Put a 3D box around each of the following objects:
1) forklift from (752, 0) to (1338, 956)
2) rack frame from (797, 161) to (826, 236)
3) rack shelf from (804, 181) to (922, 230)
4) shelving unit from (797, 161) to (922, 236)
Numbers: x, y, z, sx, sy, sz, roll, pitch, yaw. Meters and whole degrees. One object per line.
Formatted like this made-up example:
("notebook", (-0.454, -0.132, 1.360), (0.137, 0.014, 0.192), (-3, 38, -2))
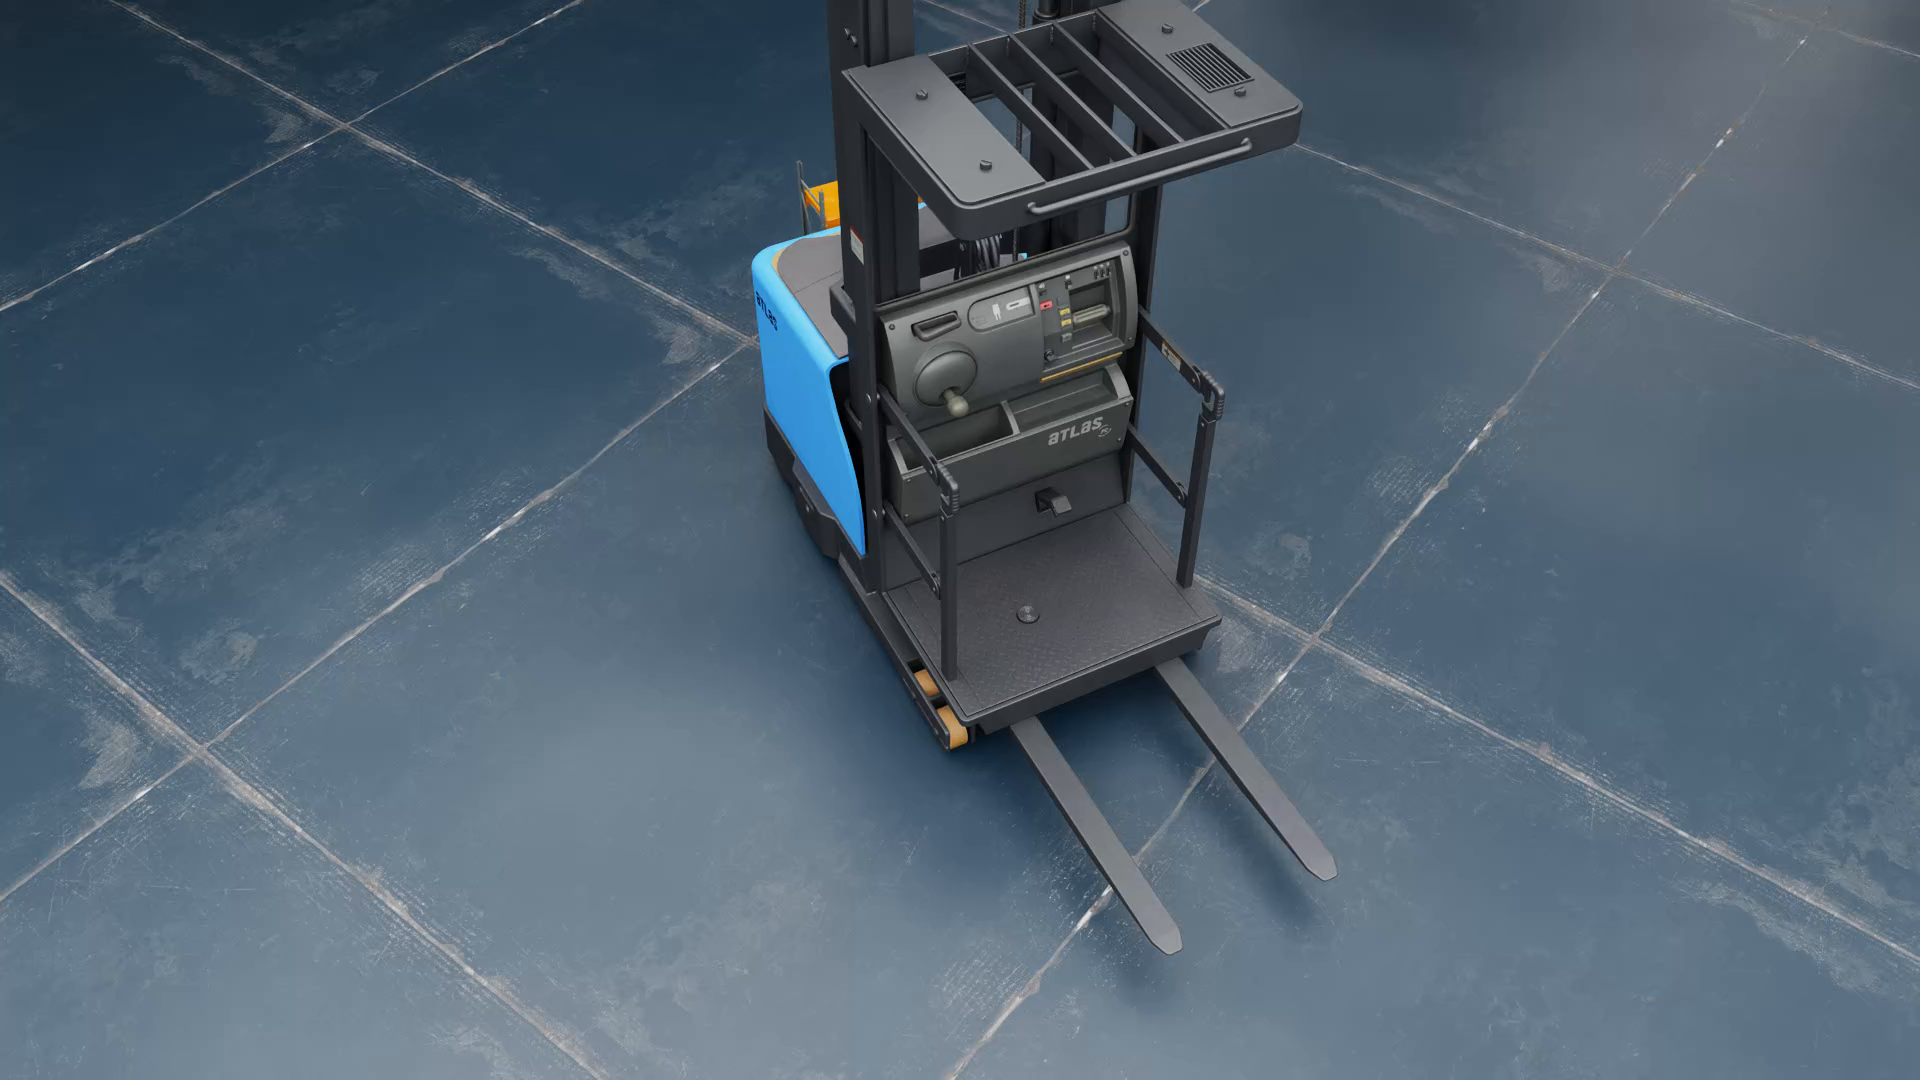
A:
("forklift", (0.281, -0.611, 5.471), (1.130, 2.935, 3.031), (-20, 50, -18))
("rack frame", (-0.599, -1.038, 7.077), (0.015, 1.200, 0.240), (-20, 50, -18))
("rack shelf", (-0.382, -1.389, 6.869), (0.480, 0.148, 0.258), (-20, 50, -18))
("shelving unit", (-0.382, -1.118, 7.153), (0.503, 1.200, 0.258), (-20, 50, -18))
